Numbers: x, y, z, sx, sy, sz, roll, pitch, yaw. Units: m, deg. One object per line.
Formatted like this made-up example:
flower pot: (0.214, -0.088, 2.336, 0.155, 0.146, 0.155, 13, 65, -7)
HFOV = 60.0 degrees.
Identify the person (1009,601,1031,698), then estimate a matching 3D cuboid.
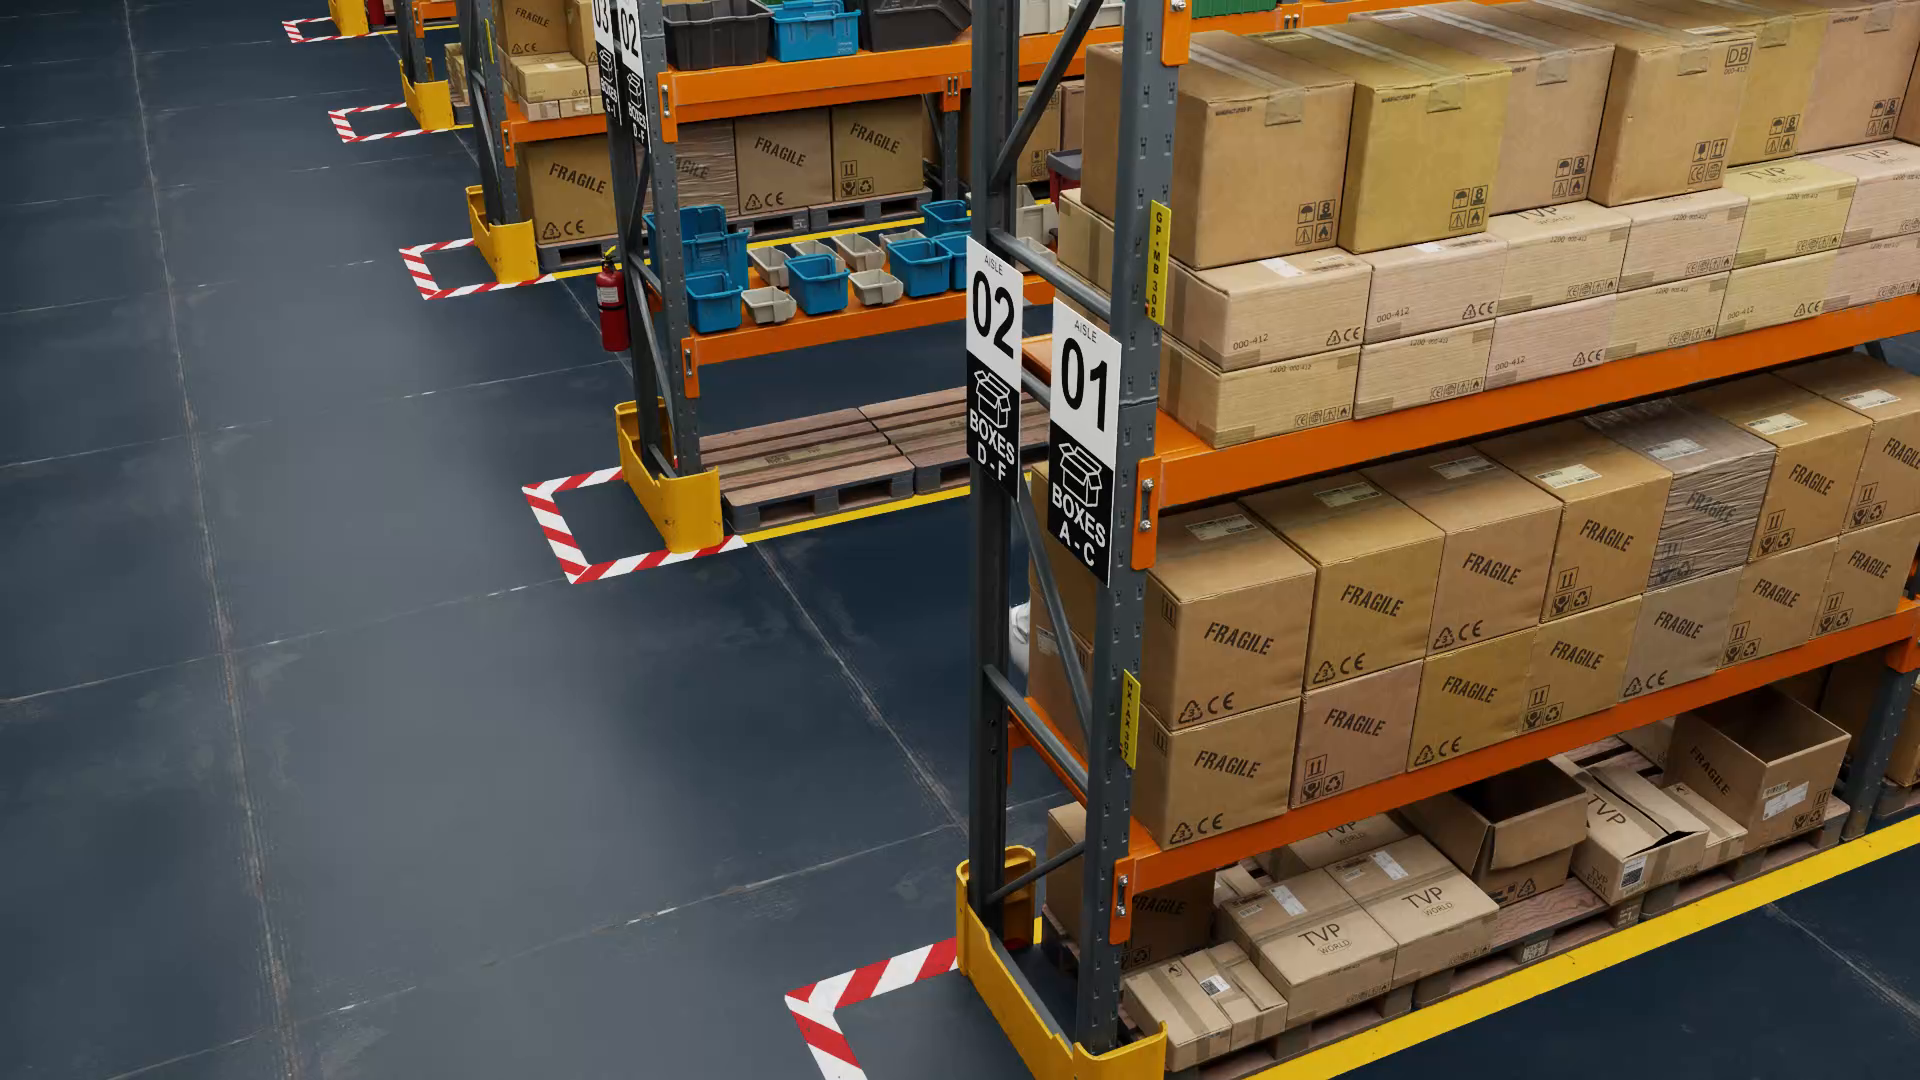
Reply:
person: (0.526, 0.549, 8.198, 0.496, 0.964, 0.823, -13, 32, -22)
